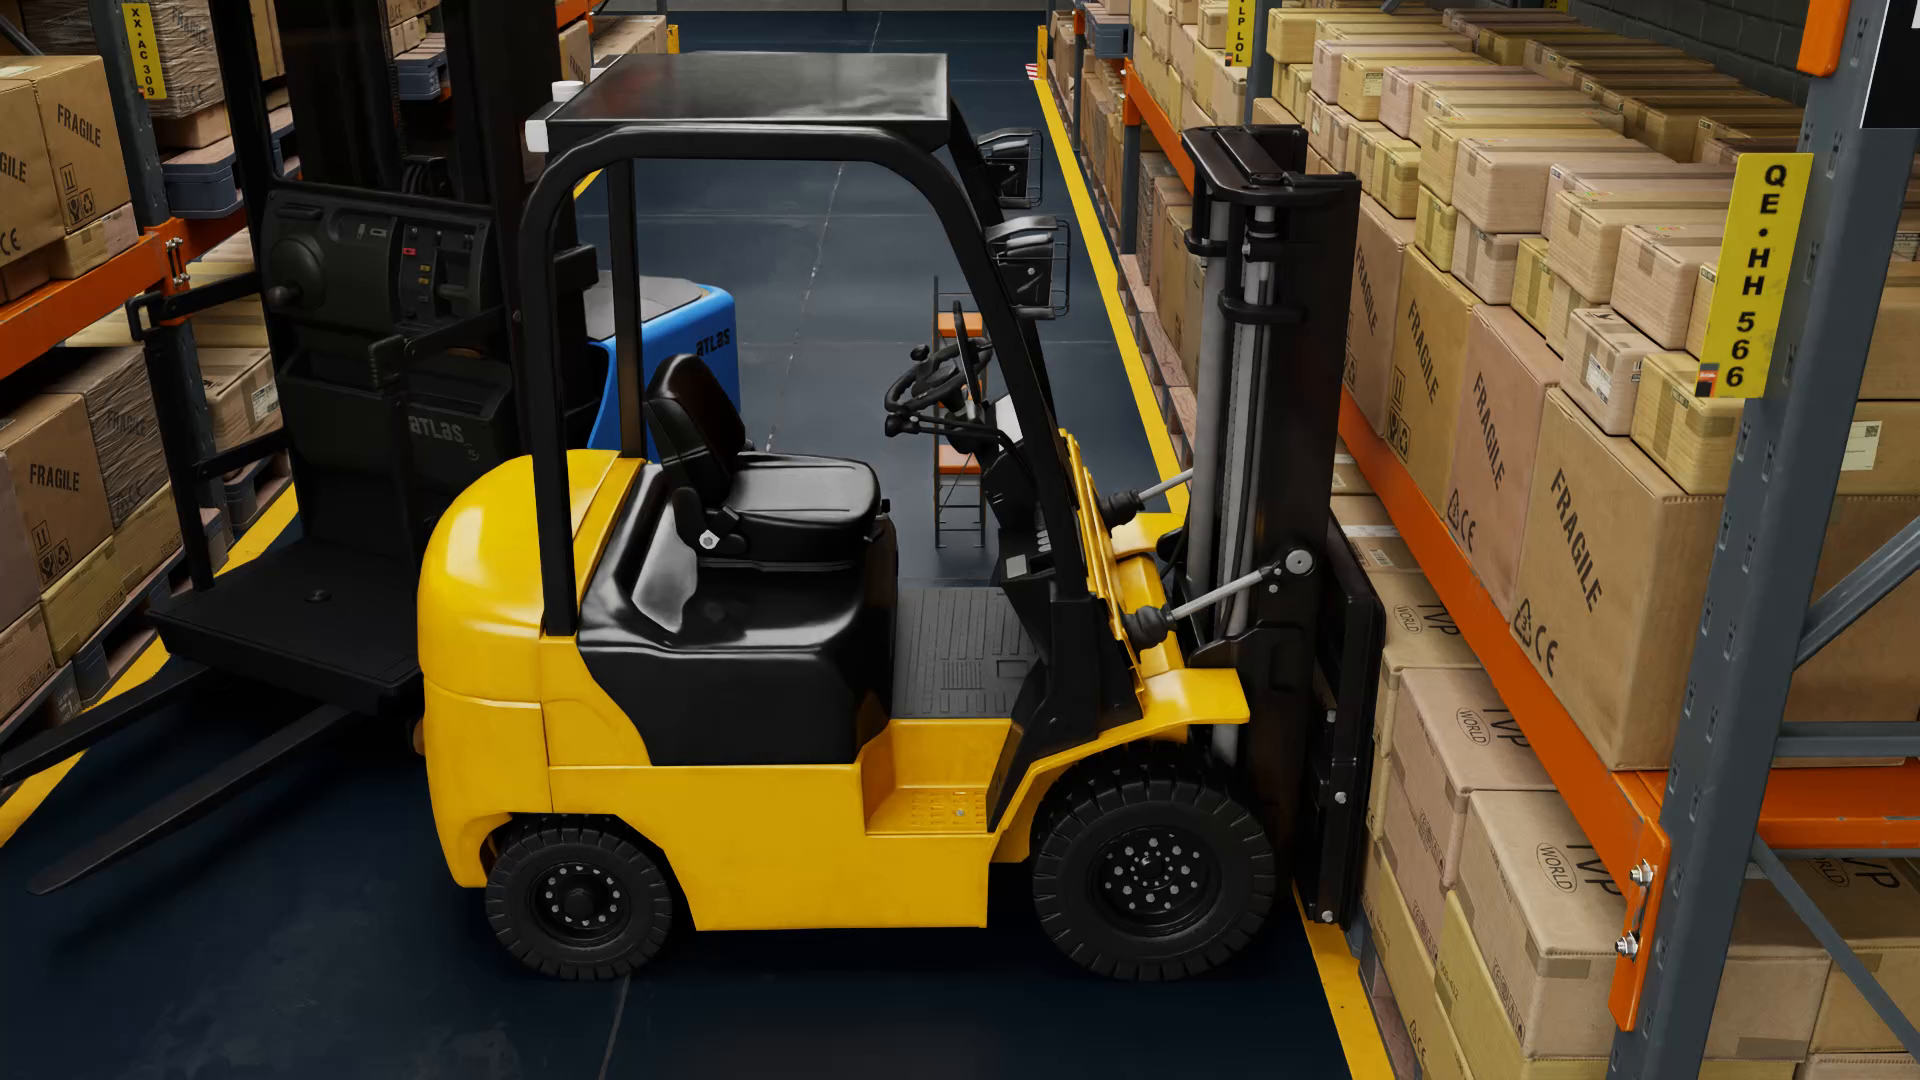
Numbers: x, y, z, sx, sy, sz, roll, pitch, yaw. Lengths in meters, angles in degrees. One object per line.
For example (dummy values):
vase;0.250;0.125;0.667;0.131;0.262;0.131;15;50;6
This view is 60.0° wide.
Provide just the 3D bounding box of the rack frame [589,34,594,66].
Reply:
rack frame;-3.515;-4.622;13.330;1.000;3.000;0.127;0;24;-1

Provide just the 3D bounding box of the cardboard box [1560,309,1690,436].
cardboard box;1.263;-0.289;2.841;0.380;0.149;0.250;0;24;0

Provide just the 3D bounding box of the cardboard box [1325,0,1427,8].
cardboard box;1.793;-2.258;7.194;0.380;0.149;0.250;0;24;-1

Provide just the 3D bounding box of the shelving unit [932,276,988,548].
shelving unit;-0.001;-0.500;6.582;0.215;1.050;0.252;0;24;-1

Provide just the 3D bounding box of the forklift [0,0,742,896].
forklift;-1.946;-0.849;5.071;1.130;2.935;3.031;12;27;24

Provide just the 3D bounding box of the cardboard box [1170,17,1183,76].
cardboard box;1.275;-2.341;7.861;0.500;0.250;0.500;0;24;0

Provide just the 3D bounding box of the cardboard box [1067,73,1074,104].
cardboard box;1.145;-3.967;14.690;0.396;0.266;0.258;1;24;1

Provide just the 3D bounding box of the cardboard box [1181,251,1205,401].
cardboard box;1.518;-0.994;7.679;0.875;0.625;0.625;0;24;-1

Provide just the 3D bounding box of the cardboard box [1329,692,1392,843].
cardboard box;1.240;0.514;4.195;0.500;0.250;0.500;-1;24;-2

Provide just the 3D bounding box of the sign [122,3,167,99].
sign;-2.885;-1.726;5.876;0.100;0.325;0.005;0;24;-1

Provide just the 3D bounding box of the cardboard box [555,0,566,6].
cardboard box;-3.254;-4.160;12.491;0.500;0.250;0.500;-1;24;-1

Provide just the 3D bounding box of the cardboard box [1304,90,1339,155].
cardboard box;1.240;-1.242;4.948;0.380;0.149;0.250;0;24;1

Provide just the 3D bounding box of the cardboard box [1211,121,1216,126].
cardboard box;1.268;-1.488;6.582;0.500;0.250;0.500;0;24;1

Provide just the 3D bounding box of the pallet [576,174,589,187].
pallet;-3.431;-3.034;13.203;1.003;0.211;1.213;0;24;-1

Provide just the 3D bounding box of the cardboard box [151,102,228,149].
cardboard box;-3.118;-1.632;6.514;0.380;0.149;0.250;0;24;0

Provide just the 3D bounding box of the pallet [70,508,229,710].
pallet;-3.385;0.221;6.005;1.003;0.211;1.213;0;24;-1

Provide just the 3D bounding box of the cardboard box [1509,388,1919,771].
cardboard box;1.311;0.051;2.875;0.500;0.500;0.500;-1;24;-2

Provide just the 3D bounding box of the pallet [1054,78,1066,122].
pallet;1.425;-4.163;15.698;1.003;0.211;1.213;0;24;-1

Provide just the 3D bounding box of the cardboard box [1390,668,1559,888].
cardboard box;1.251;0.506;3.606;0.500;0.250;0.500;0;24;0

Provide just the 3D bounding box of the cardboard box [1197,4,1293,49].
cardboard box;1.203;-2.146;6.946;0.380;0.149;0.250;-1;24;-2

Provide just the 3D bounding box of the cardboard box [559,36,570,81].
cardboard box;-3.411;-3.218;12.295;0.875;0.875;0.875;0;24;1

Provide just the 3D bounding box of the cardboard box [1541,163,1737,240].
cardboard box;1.372;-0.637;3.249;0.380;0.149;0.250;0;24;0

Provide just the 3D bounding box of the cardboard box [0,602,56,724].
cardboard box;-3.136;0.407;5.037;0.500;0.250;0.500;0;24;0

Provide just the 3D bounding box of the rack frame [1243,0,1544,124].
rack frame;1.536;-1.350;6.094;1.000;3.000;0.127;0;24;-1

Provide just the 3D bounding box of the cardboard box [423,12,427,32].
cardboard box;-3.233;-2.917;9.355;0.380;0.149;0.250;1;24;1

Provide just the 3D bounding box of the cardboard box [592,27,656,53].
cardboard box;-3.433;-4.646;15.982;0.875;0.438;0.875;0;24;1

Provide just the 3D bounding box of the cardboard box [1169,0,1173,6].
cardboard box;1.225;-2.675;8.115;0.380;0.149;0.250;0;24;1

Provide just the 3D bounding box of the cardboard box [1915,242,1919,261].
cardboard box;1.849;-0.427;2.785;0.380;0.149;0.250;1;24;1

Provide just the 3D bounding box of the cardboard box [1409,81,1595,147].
cardboard box;1.356;-1.061;4.186;0.380;0.149;0.250;0;24;0

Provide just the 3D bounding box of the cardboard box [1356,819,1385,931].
cardboard box;1.266;0.757;4.264;0.500;0.250;0.500;0;24;0

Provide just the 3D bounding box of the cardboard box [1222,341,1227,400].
cardboard box;1.227;-0.543;5.925;0.500;0.250;0.500;-1;24;-1

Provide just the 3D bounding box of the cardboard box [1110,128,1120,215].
cardboard box;1.277;-2.430;11.006;0.500;0.500;0.500;-1;24;-1

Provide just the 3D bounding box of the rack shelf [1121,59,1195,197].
rack shelf;1.514;-1.846;8.065;1.077;0.370;4.000;0;24;-1

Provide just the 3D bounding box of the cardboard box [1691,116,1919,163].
cardboard box;1.883;-0.853;3.727;0.380;0.149;0.250;-1;24;-2

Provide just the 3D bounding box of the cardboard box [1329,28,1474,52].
cardboard box;1.347;-1.481;5.116;0.380;0.149;0.250;-1;24;-2

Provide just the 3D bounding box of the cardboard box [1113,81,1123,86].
cardboard box;1.295;-3.196;11.914;0.380;0.149;0.250;0;24;0

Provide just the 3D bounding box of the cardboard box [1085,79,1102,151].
cardboard box;1.244;-3.279;12.884;0.500;0.500;0.500;-1;24;-1

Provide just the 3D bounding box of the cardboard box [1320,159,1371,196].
cardboard box;1.308;-0.788;4.731;0.500;0.500;0.500;0;24;-1

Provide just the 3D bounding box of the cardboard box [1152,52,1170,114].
cardboard box;1.265;-2.326;8.435;0.500;0.250;0.500;-1;24;-2

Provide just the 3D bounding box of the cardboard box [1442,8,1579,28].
cardboard box;1.841;-1.696;5.591;0.380;0.149;0.250;0;24;0

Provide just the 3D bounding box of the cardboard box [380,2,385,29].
cardboard box;-3.165;-2.740;8.175;0.500;0.500;0.500;-2;24;-4

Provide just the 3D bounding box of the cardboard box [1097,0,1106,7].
cardboard box;1.157;-3.554;10.641;0.500;0.250;0.500;-1;24;-3

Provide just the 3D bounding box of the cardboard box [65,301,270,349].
cardboard box;-3.447;-0.832;7.629;0.950;0.372;0.625;1;24;3

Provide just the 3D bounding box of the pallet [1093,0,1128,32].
pallet;1.466;-3.712;11.550;1.003;0.211;1.213;0;24;-1

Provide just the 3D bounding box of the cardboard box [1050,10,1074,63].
cardboard box;1.316;-5.096;16.897;0.797;0.503;0.637;-1;24;-3

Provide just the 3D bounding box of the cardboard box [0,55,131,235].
cardboard box;-3.174;-1.325;5.557;0.500;0.500;0.500;-1;24;-2

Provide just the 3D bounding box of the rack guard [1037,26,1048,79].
rack guard;1.405;-5.124;17.473;1.175;0.500;0.348;0;24;-1

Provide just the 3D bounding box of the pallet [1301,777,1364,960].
pallet;1.519;0.753;4.830;1.003;0.211;1.213;0;24;-1

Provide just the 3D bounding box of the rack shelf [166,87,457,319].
rack shelf;-3.450;-1.822;8.012;1.077;0.370;4.000;0;24;-1

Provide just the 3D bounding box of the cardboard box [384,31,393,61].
cardboard box;-3.098;-2.486;8.402;0.380;0.149;0.250;0;24;0

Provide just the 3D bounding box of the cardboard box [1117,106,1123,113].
cardboard box;1.240;-2.769;10.970;0.380;0.149;0.250;-1;24;-2

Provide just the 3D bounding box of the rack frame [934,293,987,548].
rack frame;0.001;-0.450;6.471;0.200;1.050;0.008;0;24;-1

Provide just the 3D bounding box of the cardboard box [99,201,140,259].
cardboard box;-3.120;-1.080;5.804;0.380;0.149;0.250;-1;24;-1

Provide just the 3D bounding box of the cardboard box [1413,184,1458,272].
cardboard box;1.257;-0.713;3.777;0.380;0.149;0.250;0;24;0

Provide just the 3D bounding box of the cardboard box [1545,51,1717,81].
cardboard box;1.867;-1.274;4.657;0.380;0.149;0.250;-1;24;-1

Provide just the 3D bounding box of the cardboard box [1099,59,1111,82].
cardboard box;1.281;-3.626;12.863;0.380;0.149;0.250;-1;24;-3

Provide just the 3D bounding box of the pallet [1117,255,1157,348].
pallet;1.462;-1.388;9.563;1.003;0.211;1.213;0;24;-1
